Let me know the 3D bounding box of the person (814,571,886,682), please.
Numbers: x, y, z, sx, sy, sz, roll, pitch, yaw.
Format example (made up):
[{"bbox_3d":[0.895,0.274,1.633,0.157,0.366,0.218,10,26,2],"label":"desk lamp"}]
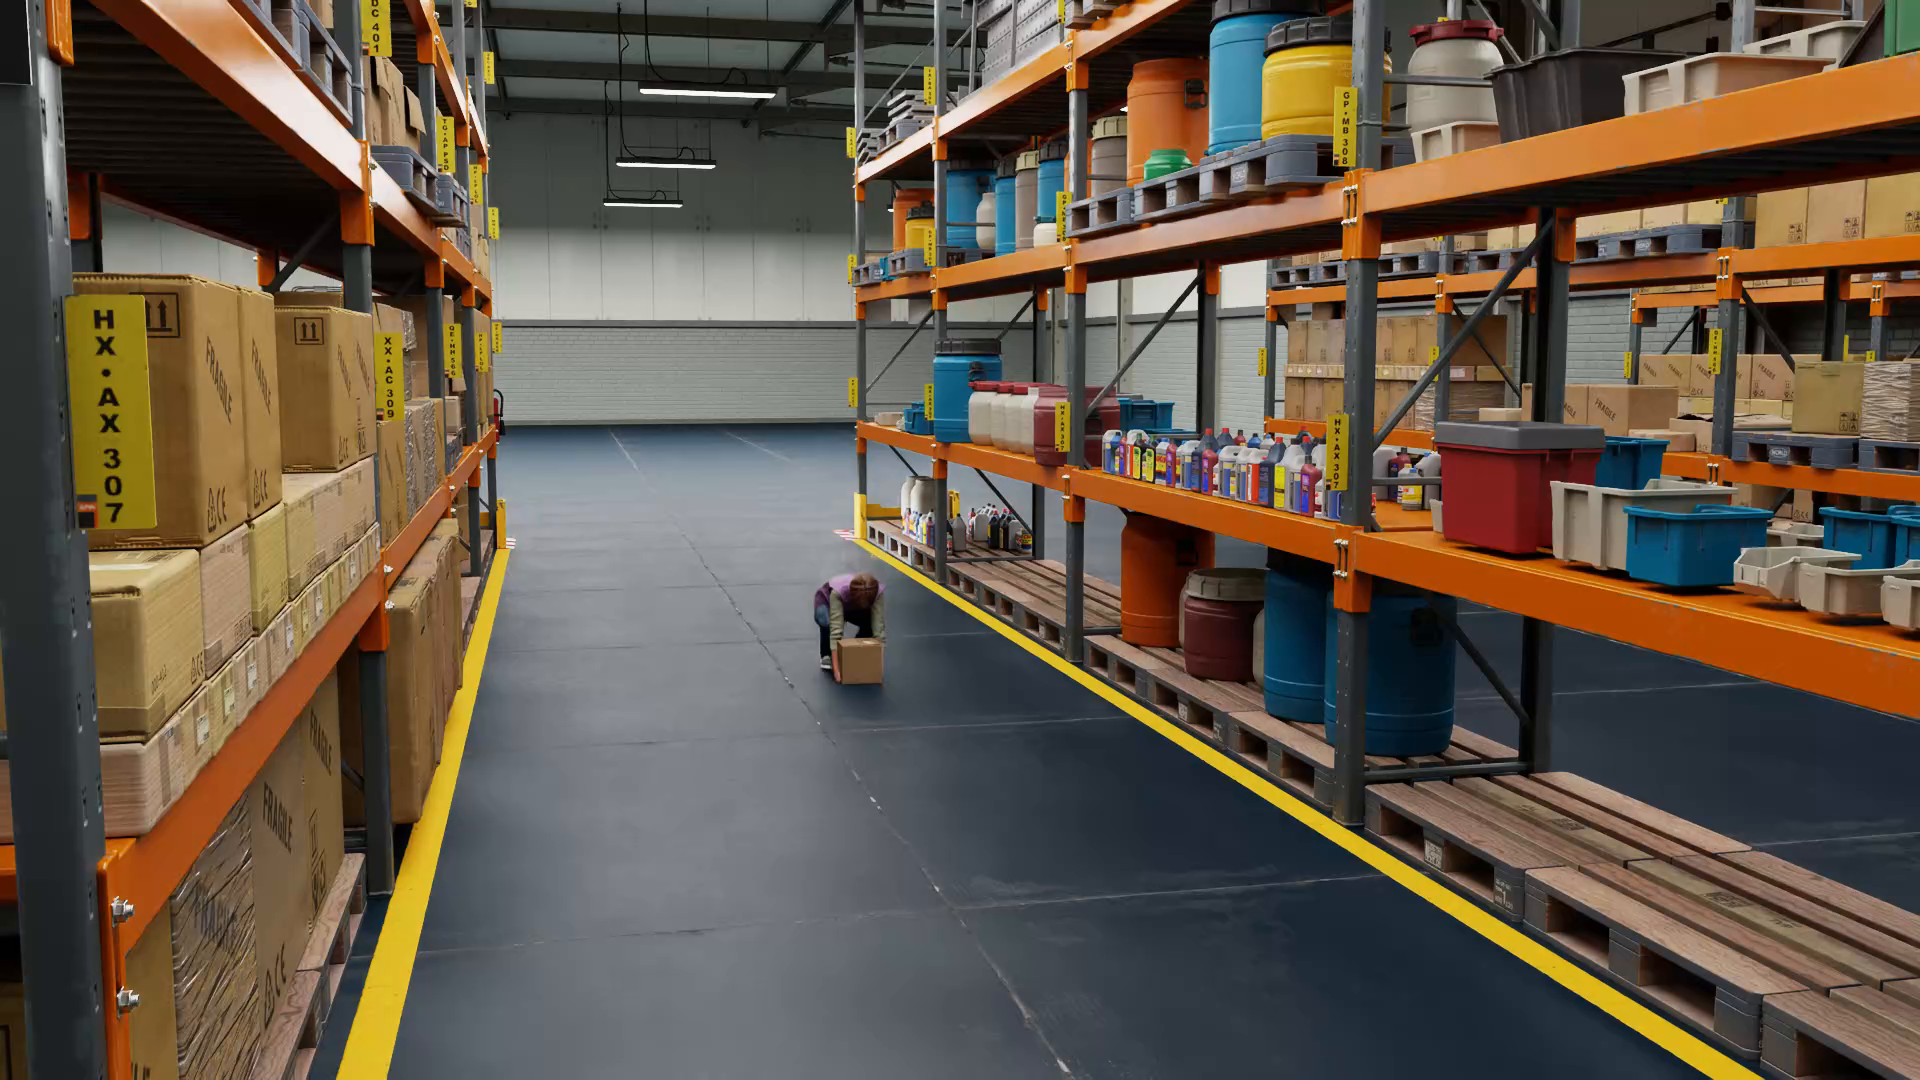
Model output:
[{"bbox_3d":[-0.717,0.544,10.848,0.430,0.745,0.843,-2,7,-15],"label":"person"}]
